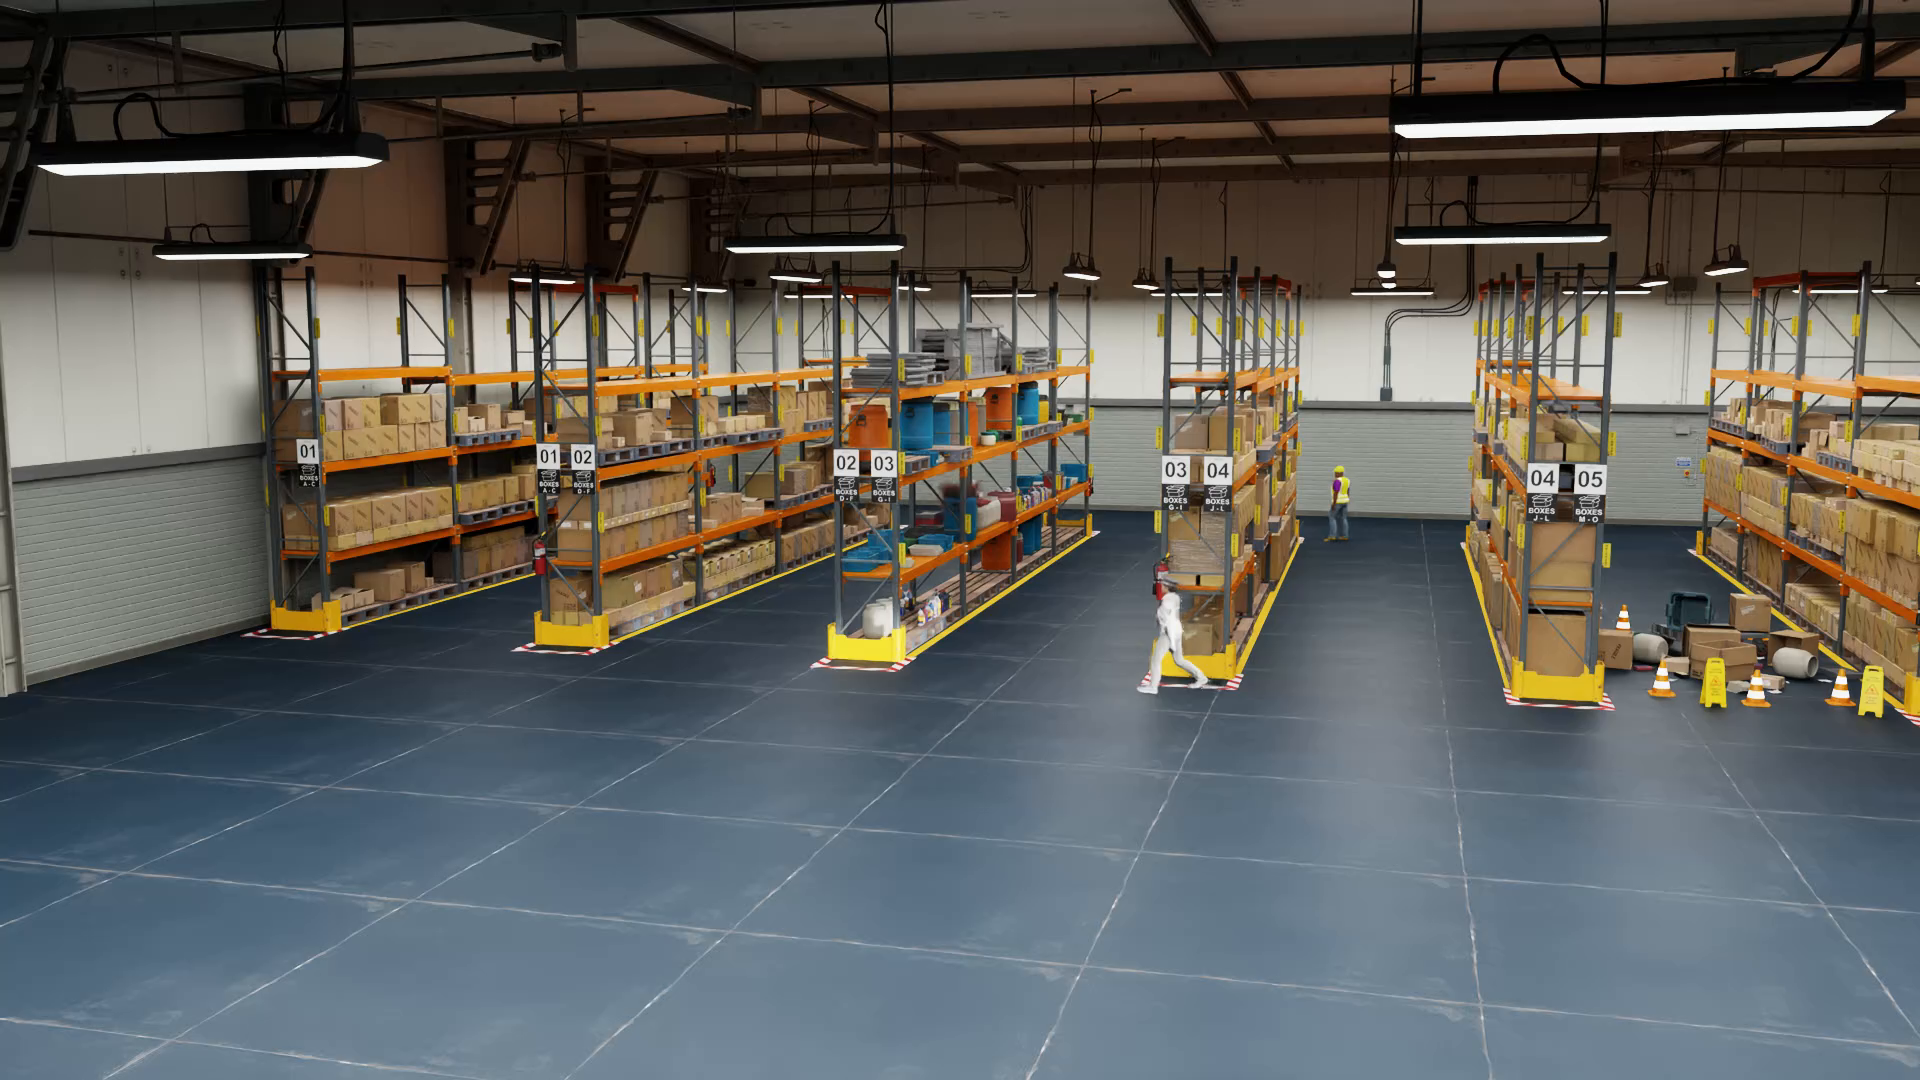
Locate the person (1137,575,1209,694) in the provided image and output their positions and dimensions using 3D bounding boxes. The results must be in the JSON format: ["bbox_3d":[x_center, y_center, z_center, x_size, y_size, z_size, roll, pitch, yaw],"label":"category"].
[{"bbox_3d":[2.922,1.299,22.756,0.970,1.637,0.486,2,7,14],"label":"person"}]

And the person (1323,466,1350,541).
[{"bbox_3d":[9.001,-0.859,39.408,0.606,1.795,0.527,-6,9,-38],"label":"person"}]

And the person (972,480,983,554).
[{"bbox_3d":[0.259,-0.535,37.242,0.503,1.612,1.007,3,8,26],"label":"person"}]
